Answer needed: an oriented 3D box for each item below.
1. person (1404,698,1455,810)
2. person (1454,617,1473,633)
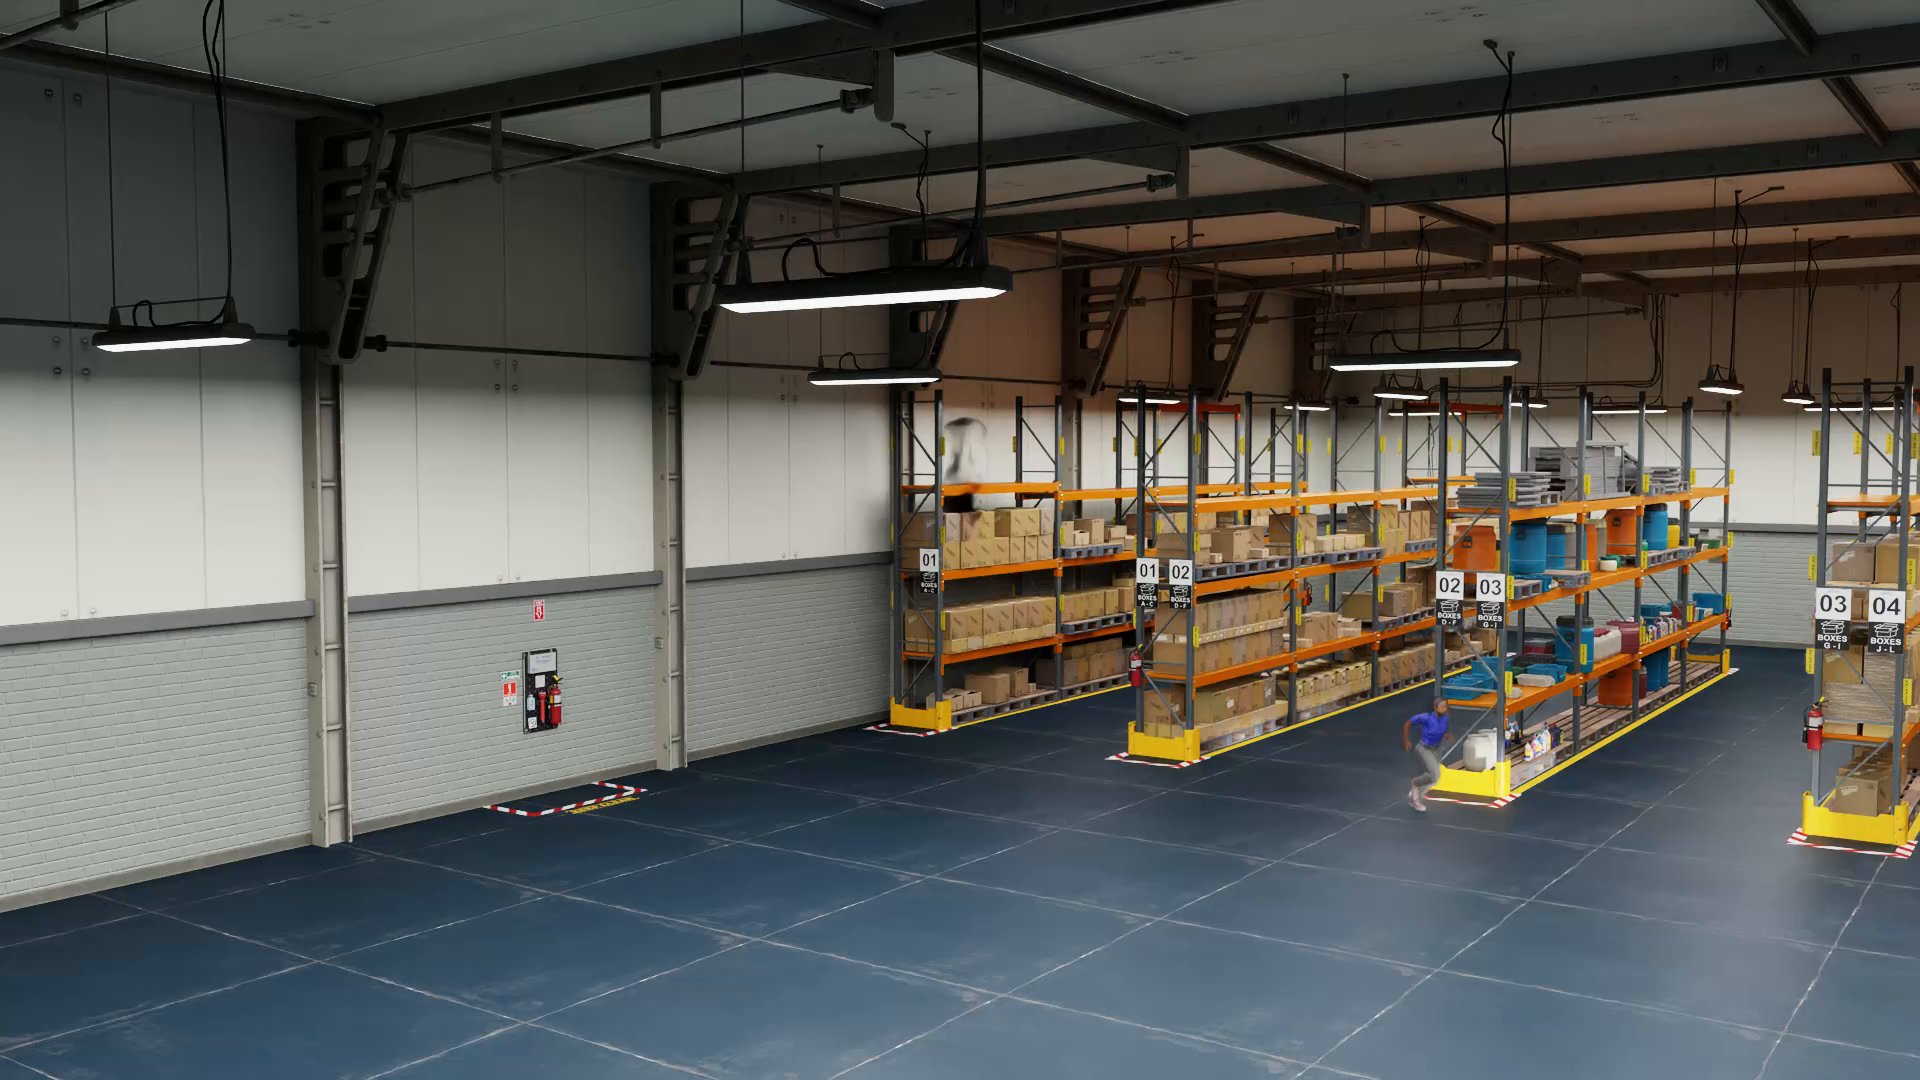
[{"bbox_3d":[6.459,2.935,22.780,0.562,1.578,0.708,-2,4,-34],"label":"person"},{"bbox_3d":[12.606,1.808,41.557,0.598,1.700,0.709,2,4,36],"label":"person"}]
